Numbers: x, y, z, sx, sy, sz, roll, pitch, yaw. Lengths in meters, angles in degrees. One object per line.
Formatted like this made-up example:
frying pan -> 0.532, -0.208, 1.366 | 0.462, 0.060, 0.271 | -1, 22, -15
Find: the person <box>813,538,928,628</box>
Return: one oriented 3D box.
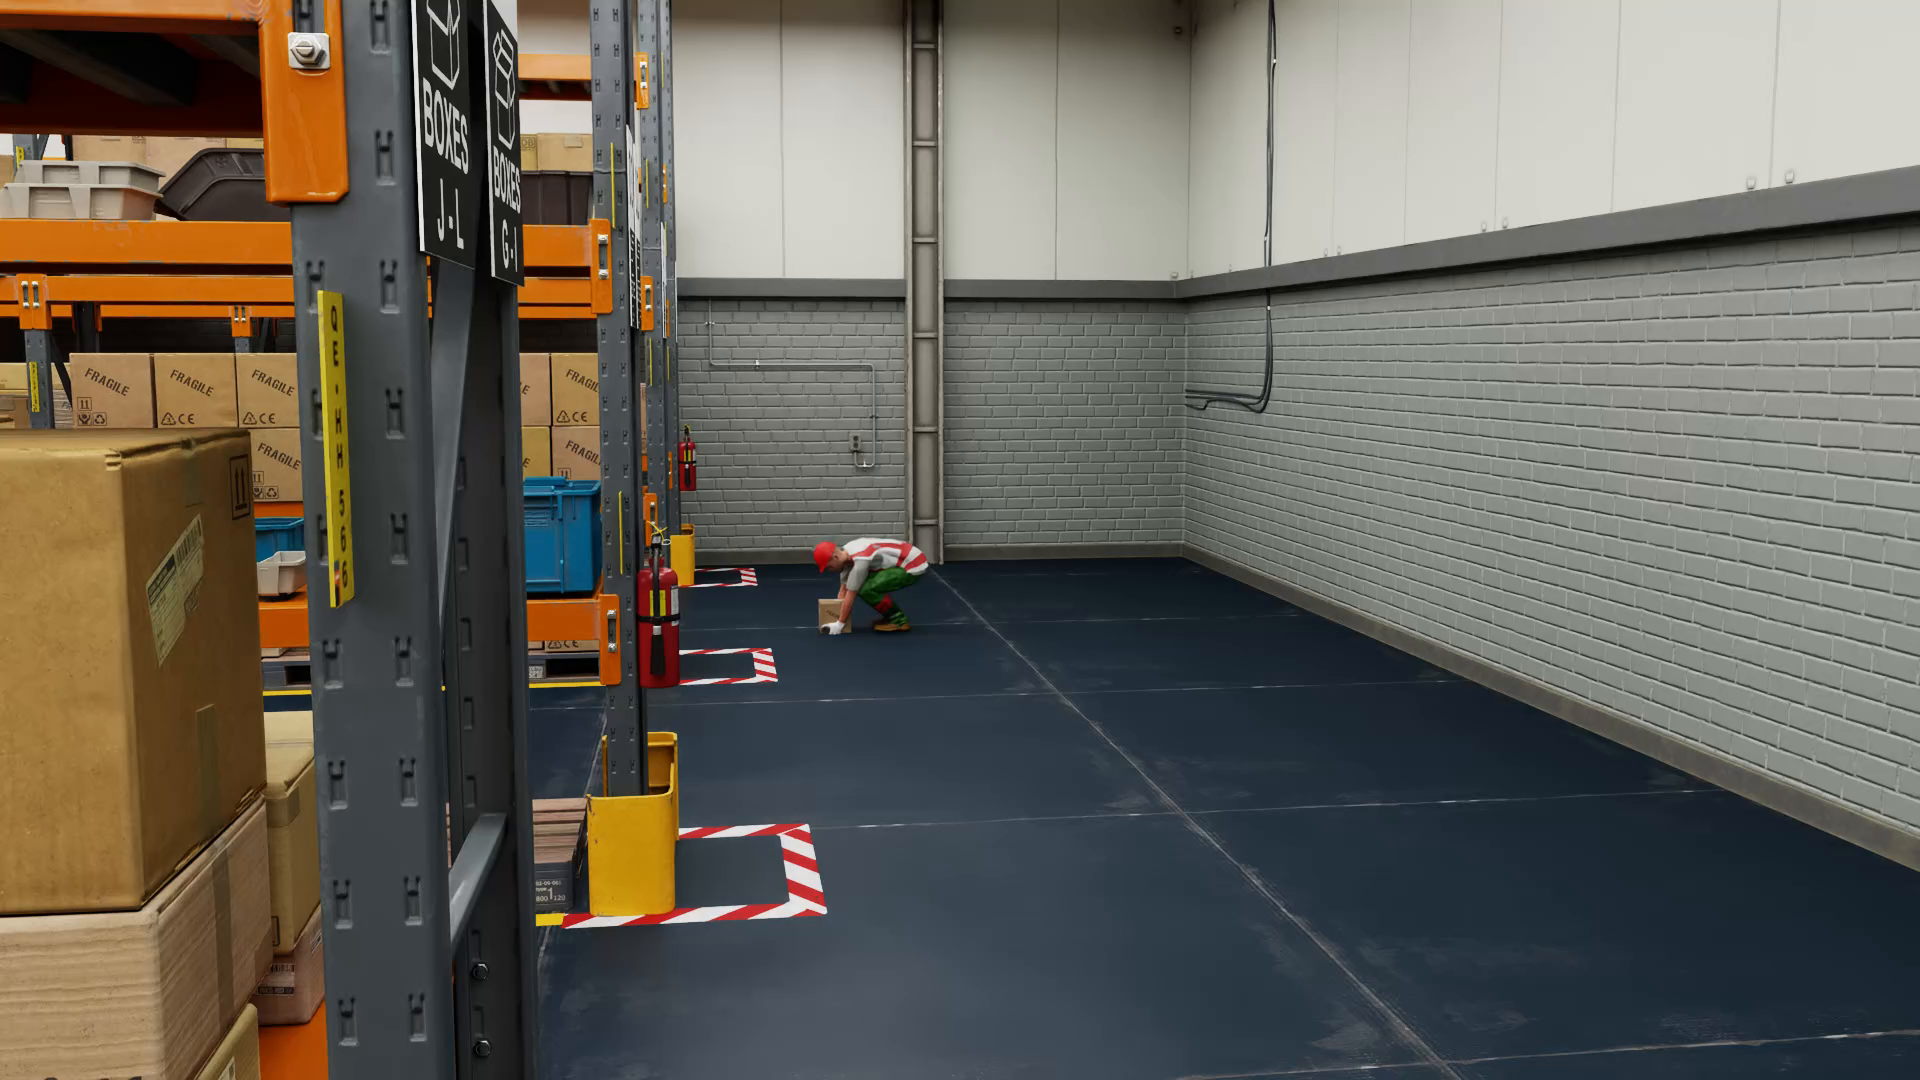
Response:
person -> -0.745, 0.349, 13.869 | 0.958, 0.734, 0.527 | -1, 7, -10
